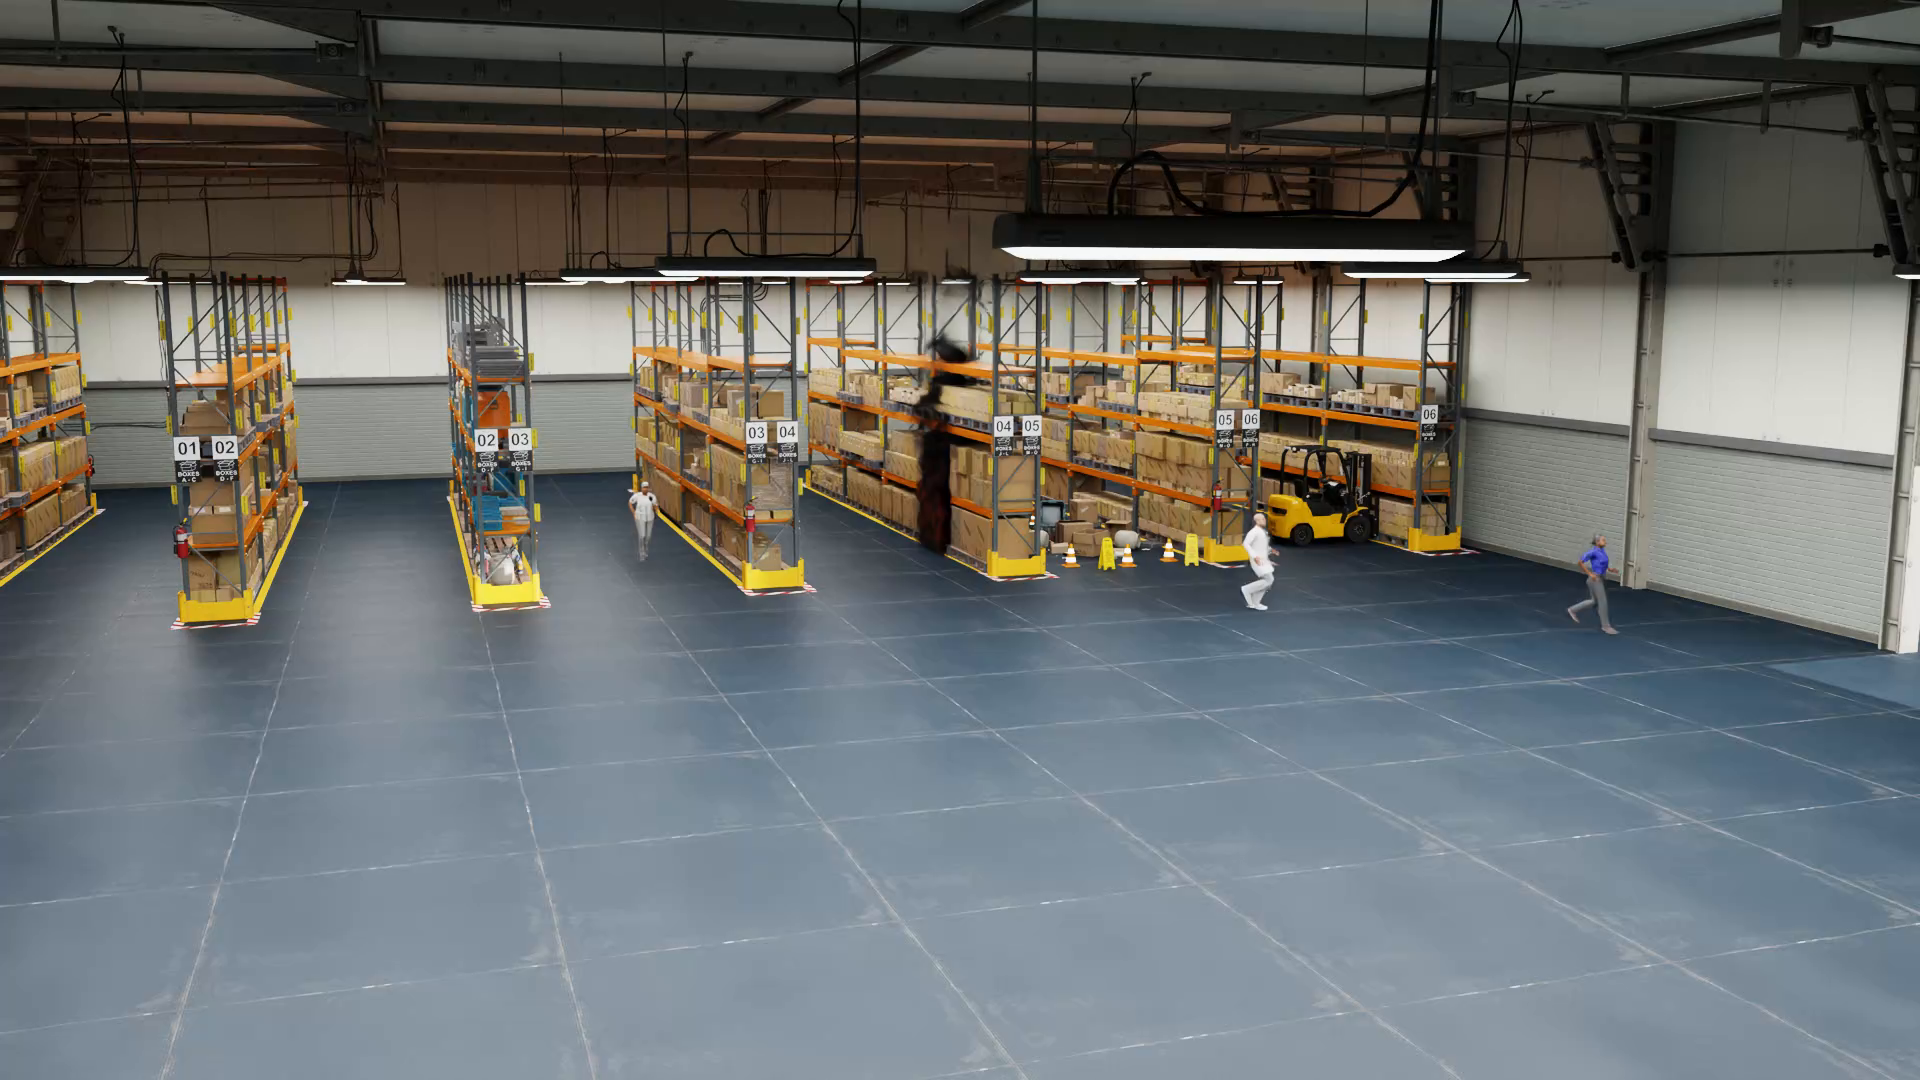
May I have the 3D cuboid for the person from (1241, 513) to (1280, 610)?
[{"bbox_3d":[5.391,0.389,29.794,0.632,1.737,0.705,4,9,24],"label":"person"}]

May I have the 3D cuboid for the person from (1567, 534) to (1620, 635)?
[{"bbox_3d":[10.658,0.716,27.920,0.910,1.665,0.580,7,11,40],"label":"person"}]

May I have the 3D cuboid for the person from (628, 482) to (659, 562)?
[{"bbox_3d":[-6.667,-0.380,35.201,0.582,1.725,0.729,-4,10,-26],"label":"person"}]

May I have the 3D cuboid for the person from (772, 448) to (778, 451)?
[{"bbox_3d":[-5.587,-2.260,47.656,0.801,1.660,0.512,1,9,9],"label":"person"}]
